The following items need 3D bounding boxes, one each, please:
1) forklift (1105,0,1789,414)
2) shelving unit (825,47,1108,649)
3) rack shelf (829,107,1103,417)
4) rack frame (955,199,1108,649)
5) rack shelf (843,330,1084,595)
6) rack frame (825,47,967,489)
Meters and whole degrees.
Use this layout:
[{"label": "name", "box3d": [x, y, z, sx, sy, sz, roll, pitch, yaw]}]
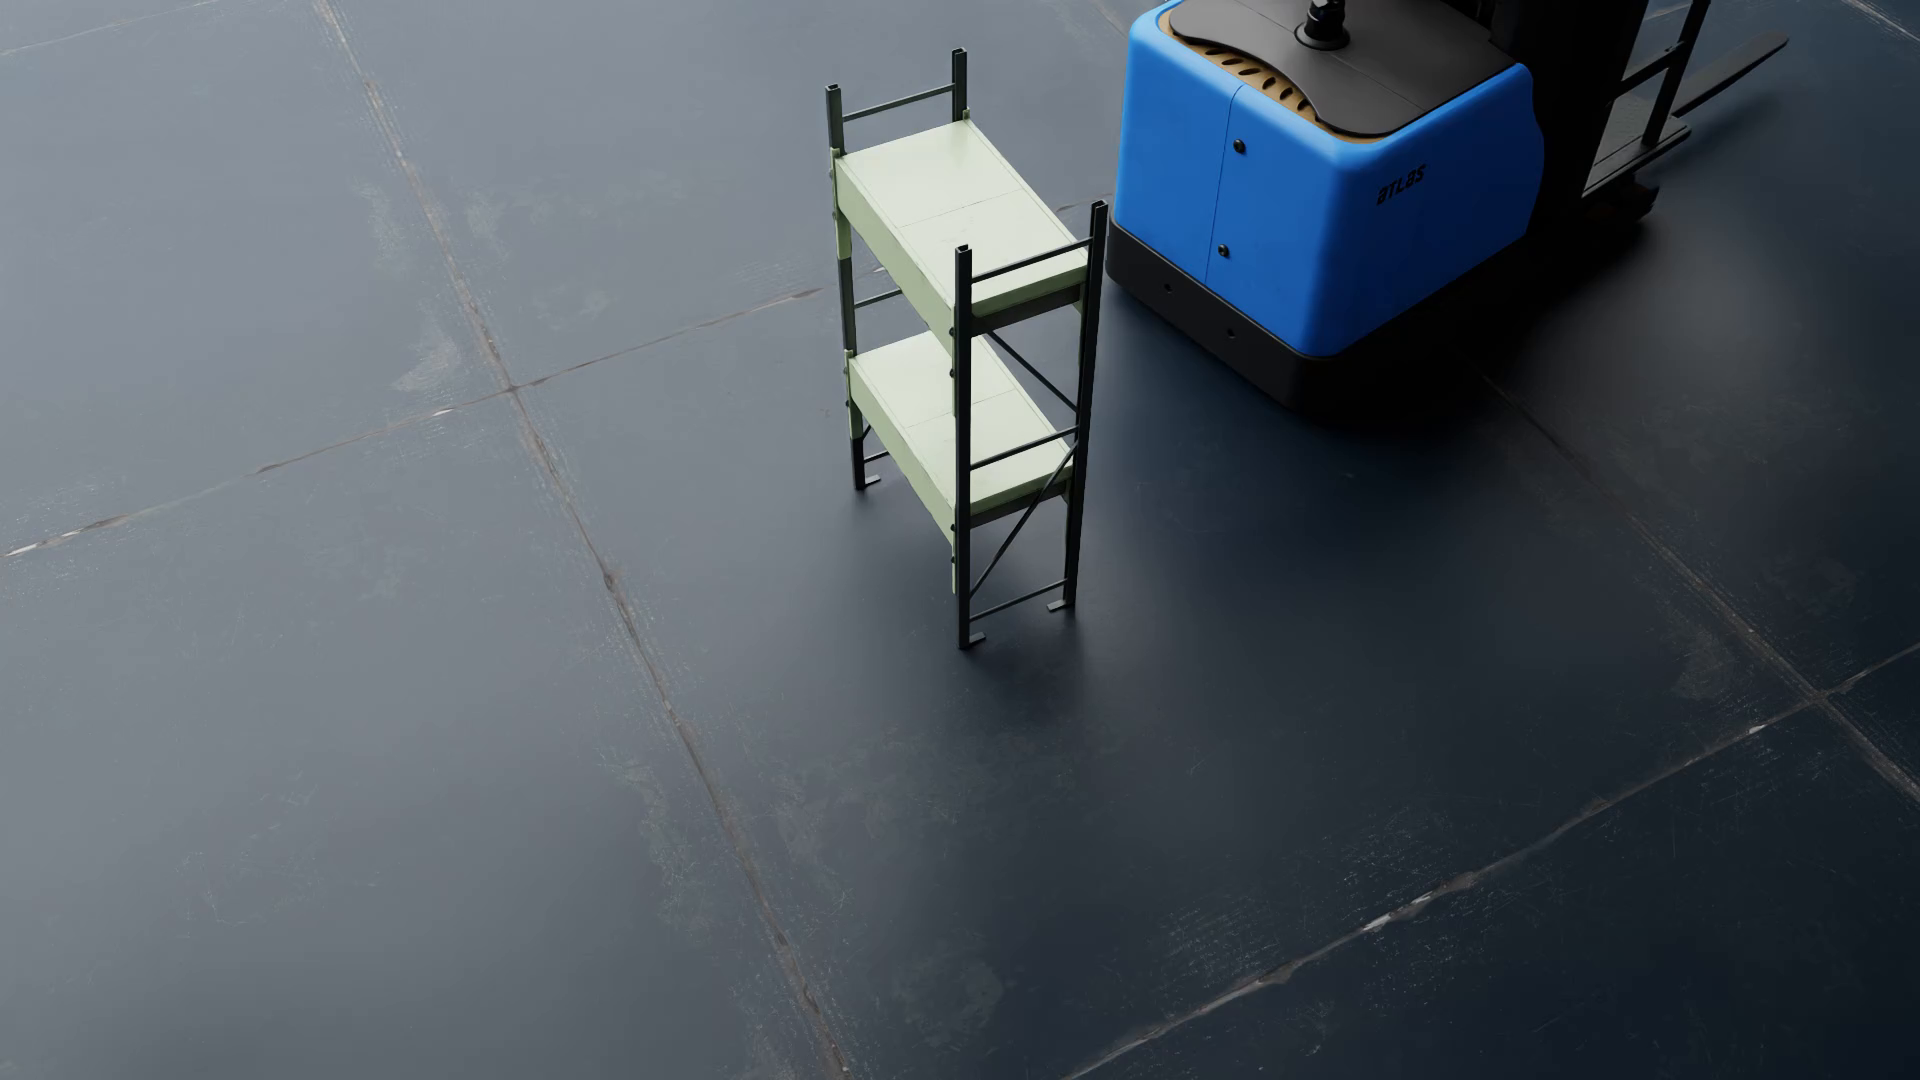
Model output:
[{"label": "forklift", "box3d": [1.984, -2.332, 5.342, 3.031, 2.935, 1.130, -32, 56, -25]}, {"label": "shelving unit", "box3d": [0.003, -0.489, 4.682, 0.431, 1.500, 0.755, -21, 52, -18]}, {"label": "rack shelf", "box3d": [0.003, -0.746, 4.388, 0.431, 0.370, 0.720, -21, 52, -18]}, {"label": "rack frame", "box3d": [0.171, -0.244, 4.467, 0.400, 1.500, 0.023, -21, 52, -18]}, {"label": "rack shelf", "box3d": [0.003, -0.275, 4.927, 0.431, 0.370, 0.720, -21, 52, -18]}, {"label": "rack frame", "box3d": [-0.164, -0.734, 4.896, 0.400, 1.500, 0.023, -21, 52, -18]}]
